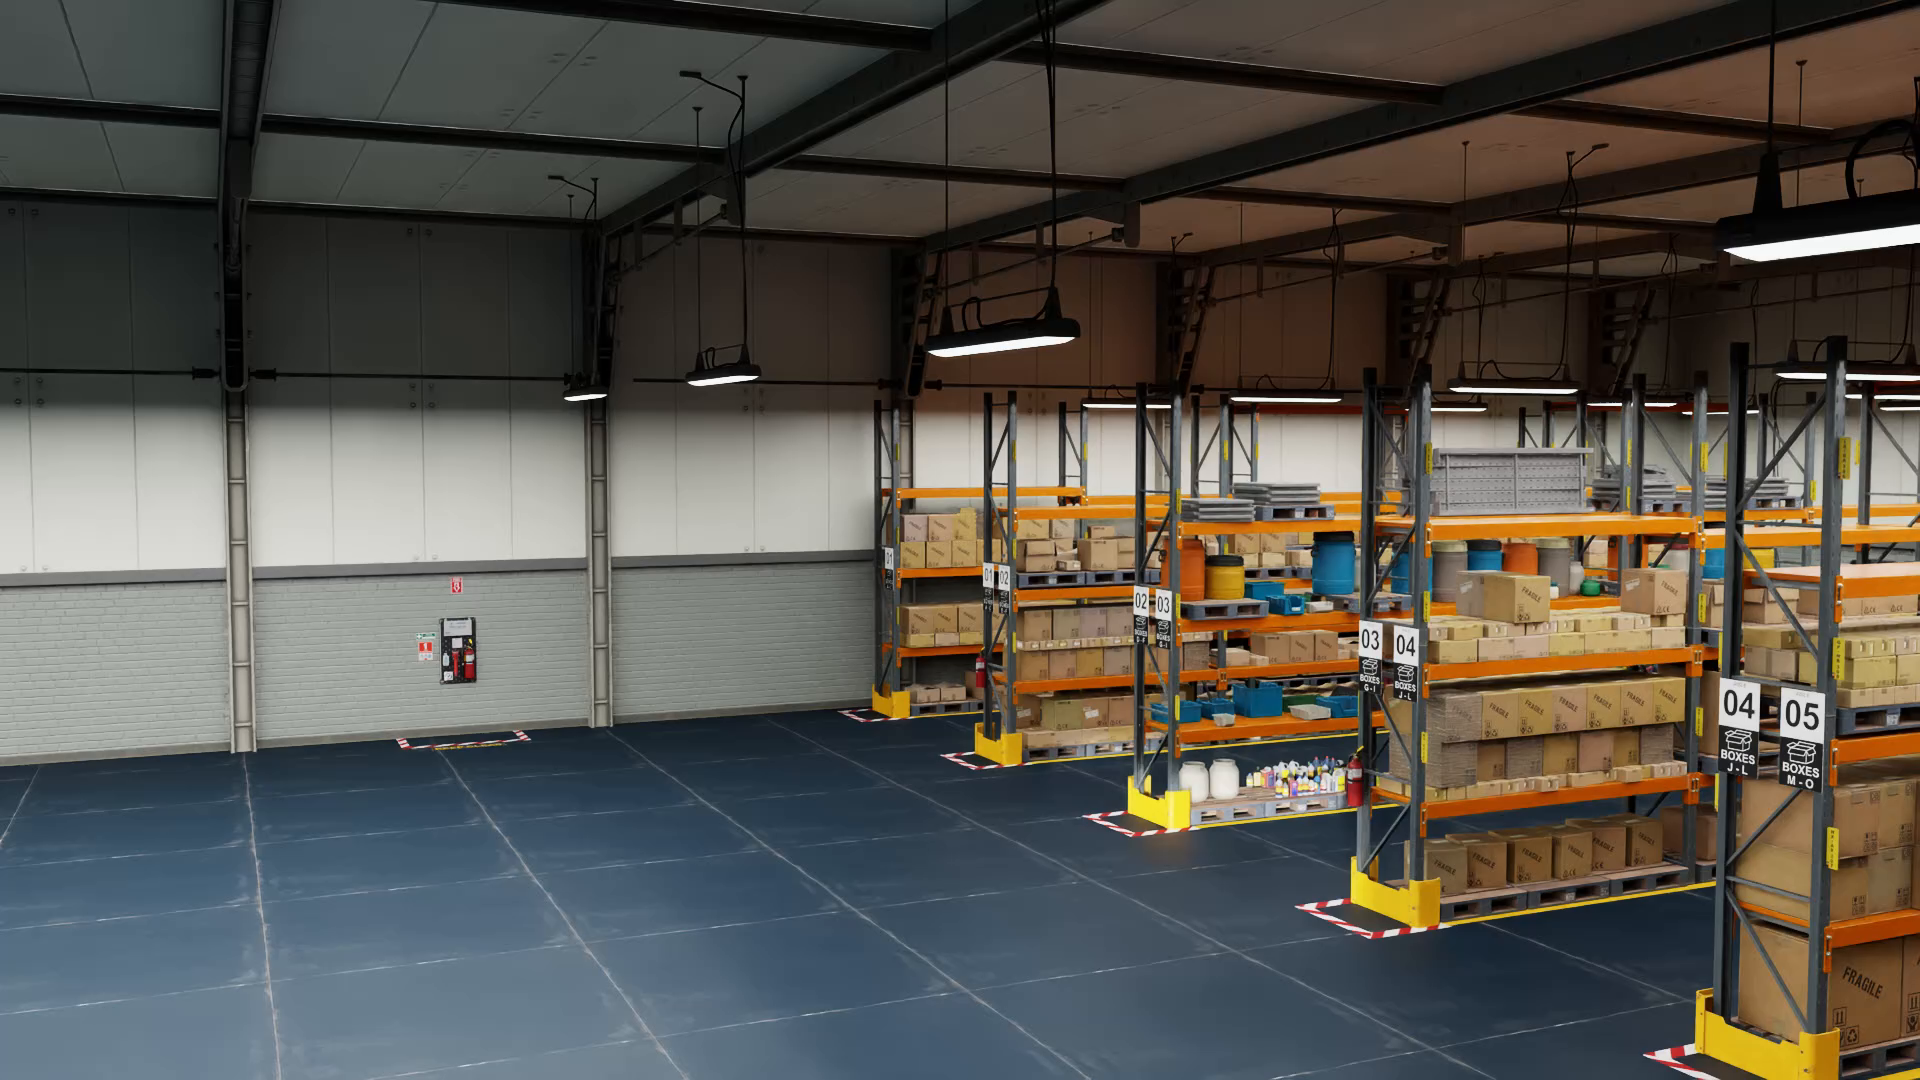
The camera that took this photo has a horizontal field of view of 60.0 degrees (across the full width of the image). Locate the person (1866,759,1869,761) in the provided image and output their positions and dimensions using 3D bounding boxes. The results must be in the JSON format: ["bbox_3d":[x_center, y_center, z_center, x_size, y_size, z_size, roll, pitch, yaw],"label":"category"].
[{"bbox_3d":[10.524,3.240,18.740,0.684,1.665,0.753,-1,3,-14],"label":"person"}]
